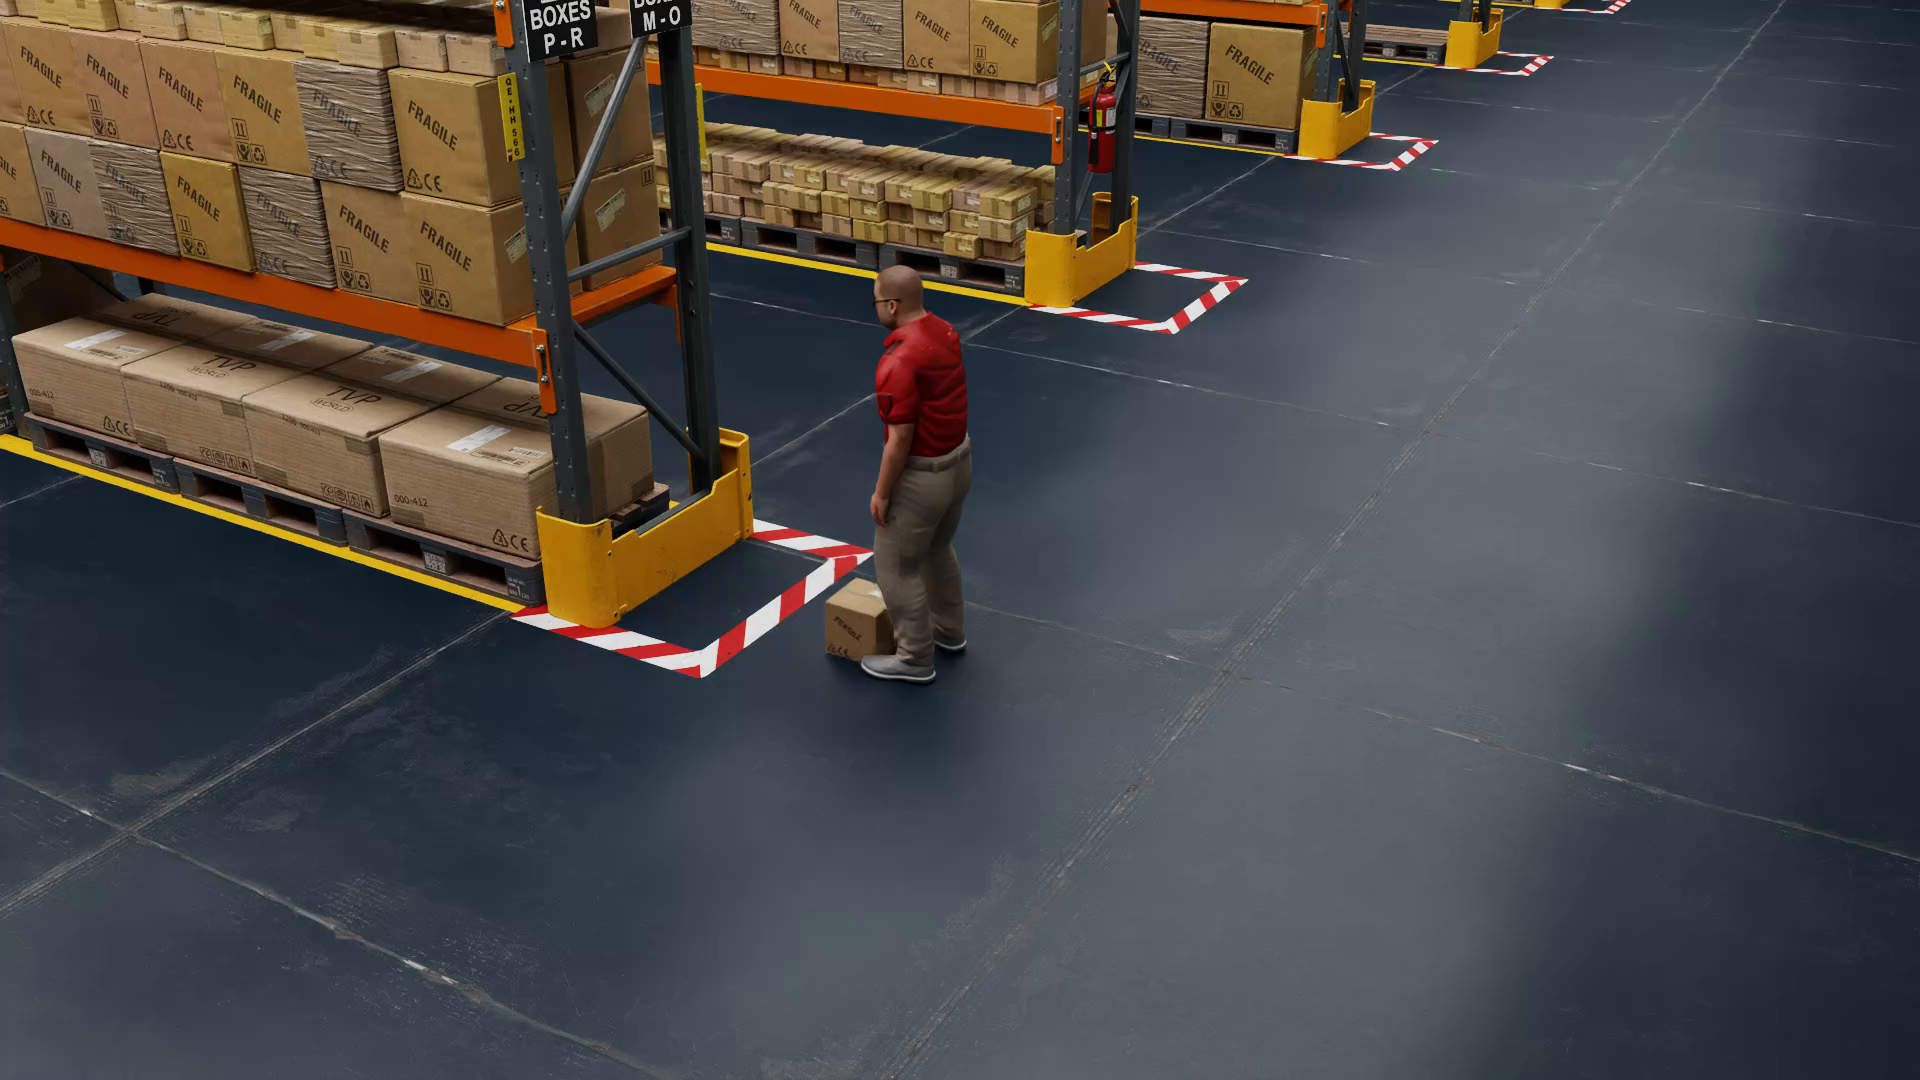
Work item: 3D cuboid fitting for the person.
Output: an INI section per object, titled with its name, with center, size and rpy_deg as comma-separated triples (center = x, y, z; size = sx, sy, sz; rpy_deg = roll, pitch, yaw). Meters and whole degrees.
[person]
center = -0.176, -0.258, 6.649
size = 0.382, 1.727, 0.578
rpy_deg = 13, 29, 24
